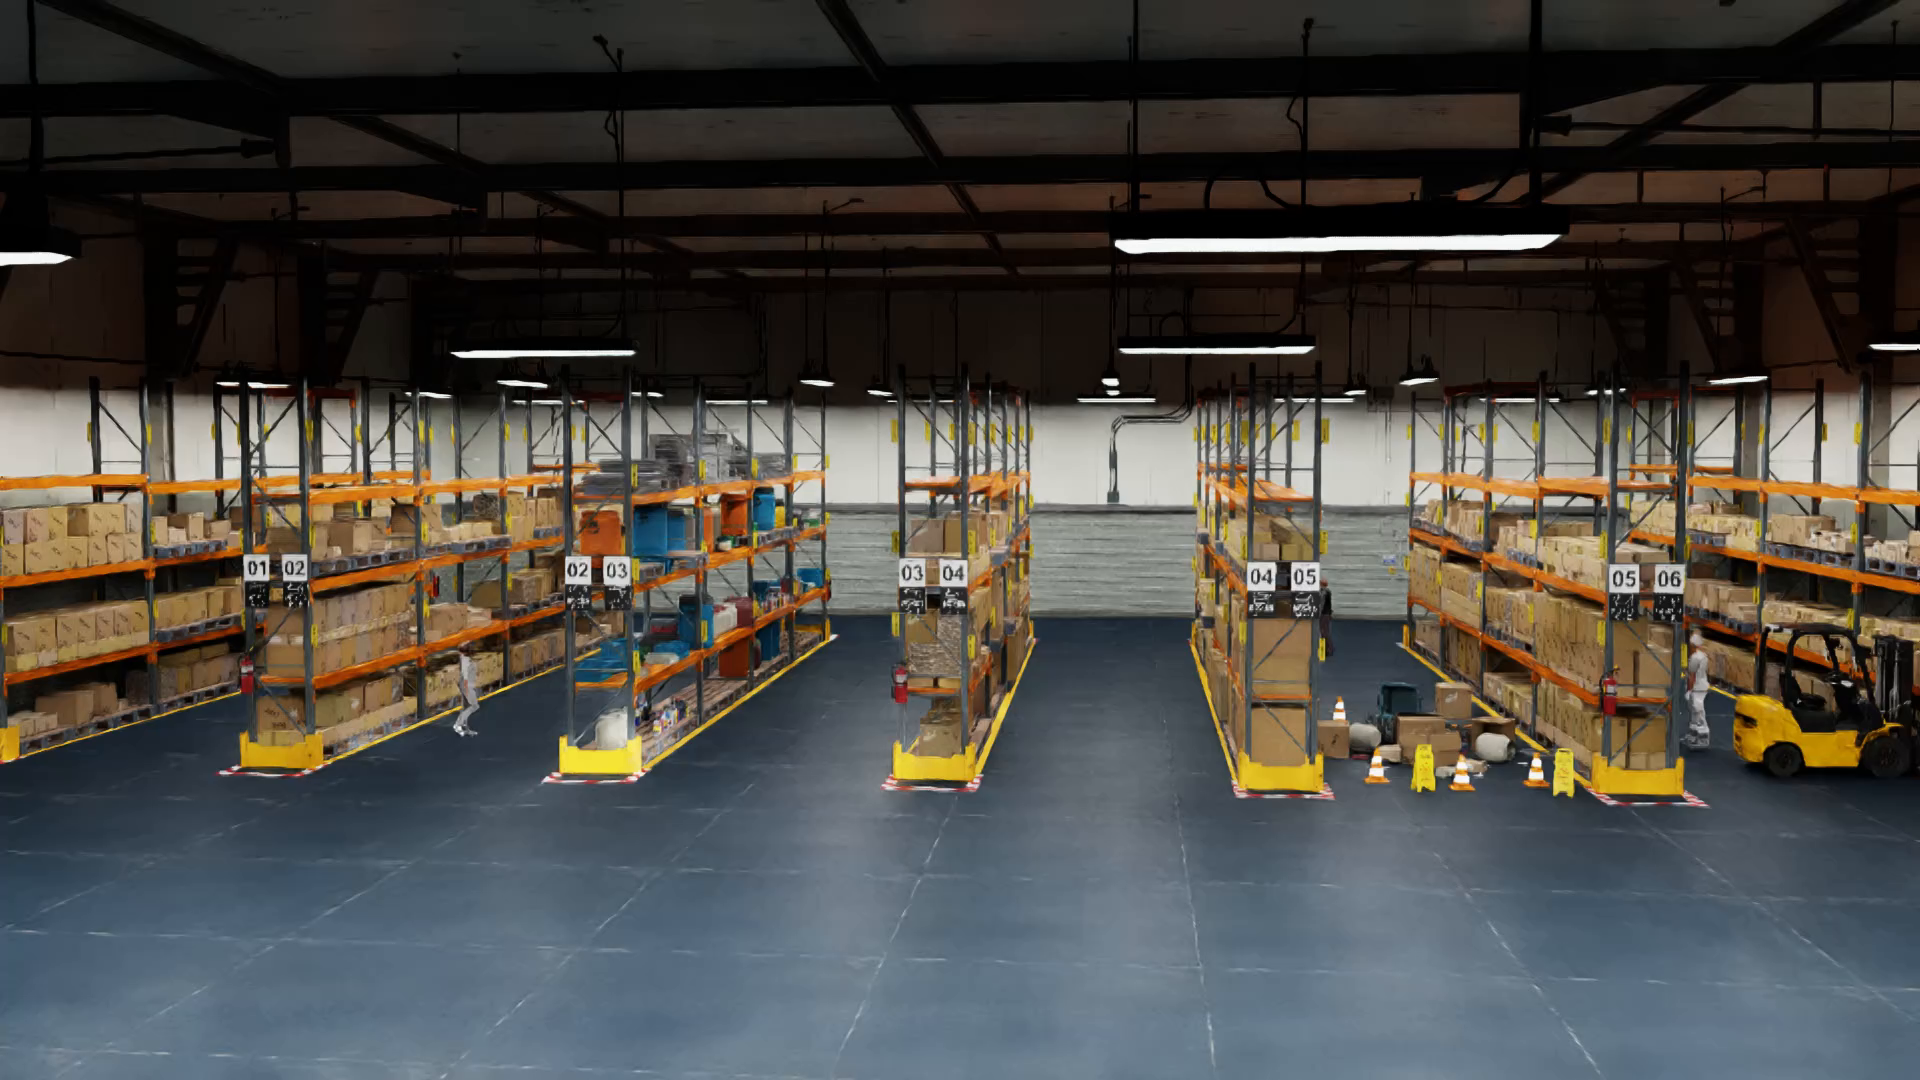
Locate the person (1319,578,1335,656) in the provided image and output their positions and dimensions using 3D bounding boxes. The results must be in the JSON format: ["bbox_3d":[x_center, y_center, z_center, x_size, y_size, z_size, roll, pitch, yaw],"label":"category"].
[{"bbox_3d":[8.250,1.728,37.657,0.519,1.747,0.597,2,4,24],"label":"person"}]

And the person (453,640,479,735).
[{"bbox_3d":[-8.173,2.445,27.436,0.407,1.594,0.452,-2,4,-22],"label":"person"}]

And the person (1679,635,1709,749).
[{"bbox_3d":[11.661,2.396,26.452,0.577,1.785,0.655,3,5,36],"label":"person"}]

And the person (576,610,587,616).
[{"bbox_3d":[-9.831,1.373,43.038,0.730,1.741,0.556,-3,5,-36],"label":"person"}]
